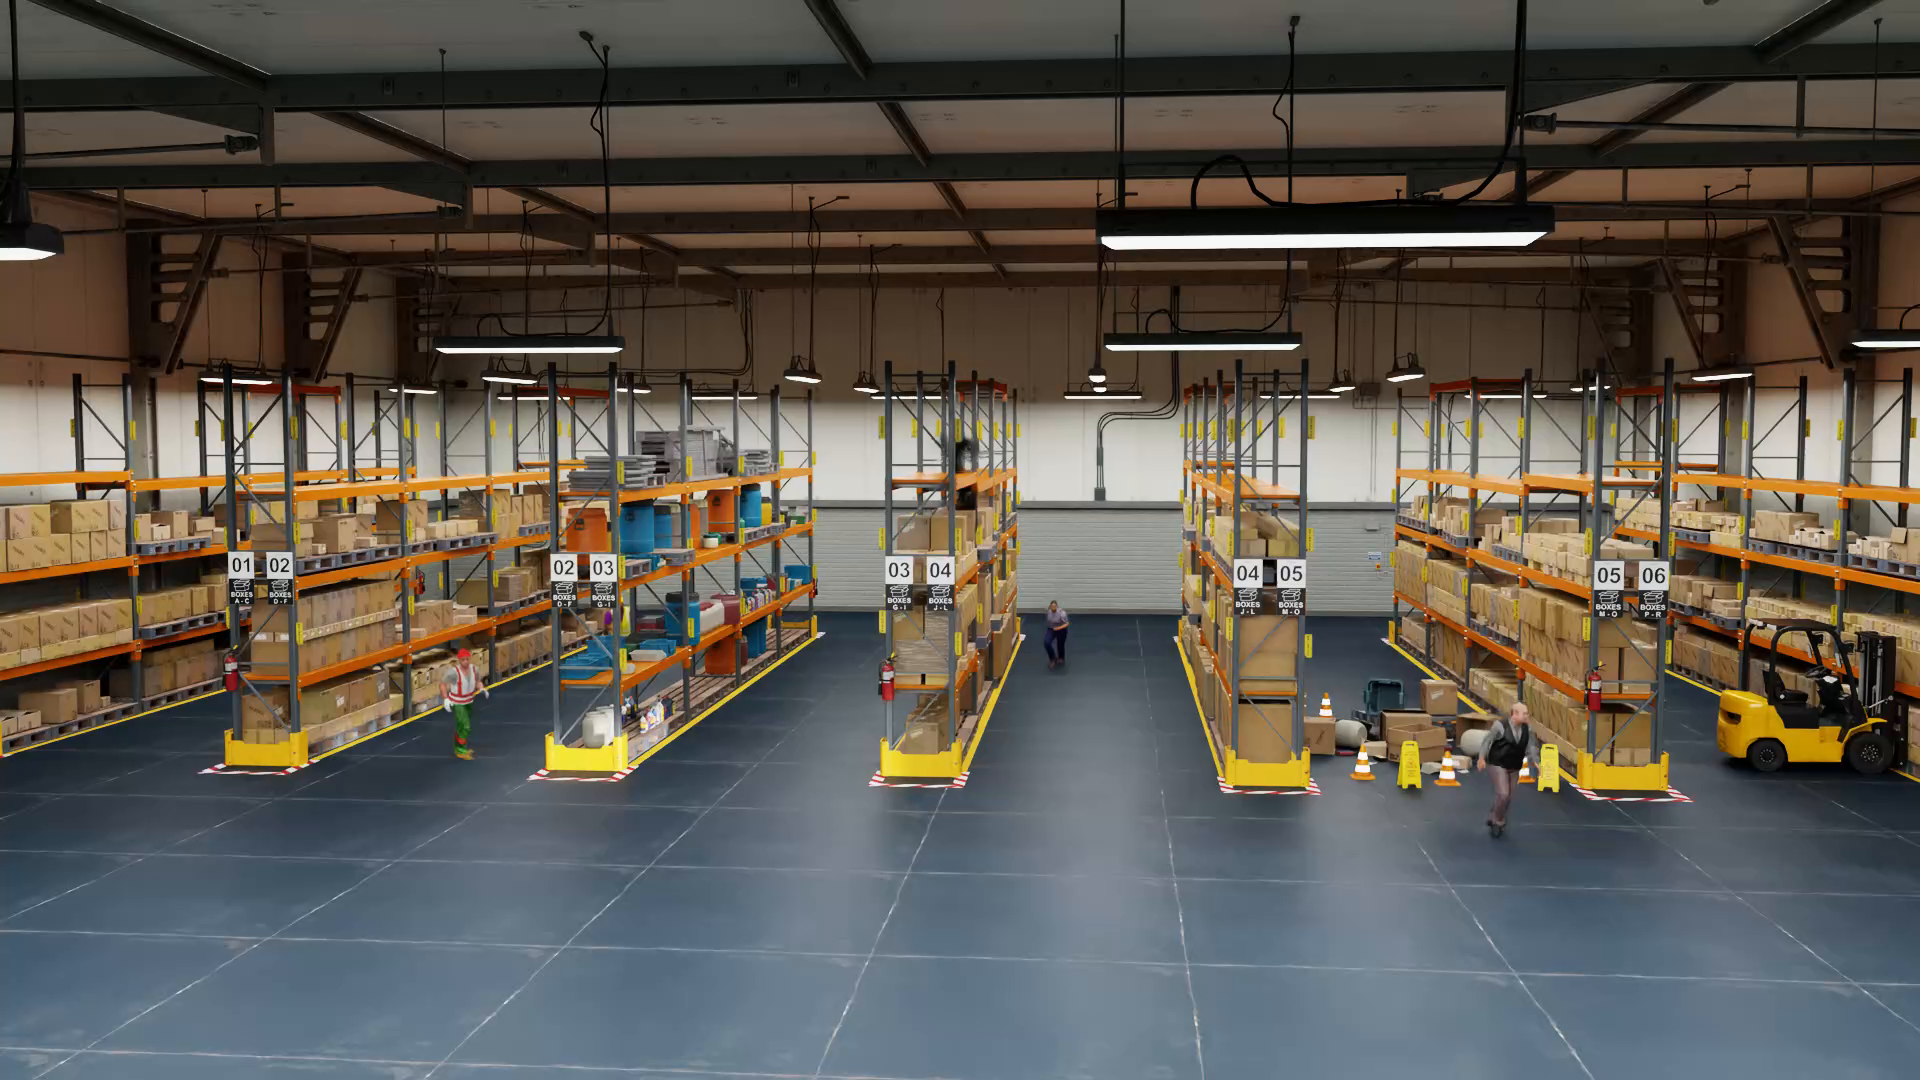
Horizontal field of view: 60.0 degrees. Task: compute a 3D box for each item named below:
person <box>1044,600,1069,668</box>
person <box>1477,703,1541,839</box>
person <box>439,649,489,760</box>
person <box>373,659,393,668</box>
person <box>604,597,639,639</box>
[{"bbox_3d":[2.075,1.943,35.046,0.604,1.449,1.060,1,4,22],"label":"person"},{"bbox_3d":[6.786,2.820,20.618,0.643,1.668,0.760,-1,4,-15],"label":"person"},{"bbox_3d":[-7.546,2.497,25.371,0.826,1.726,0.658,2,4,26],"label":"person"},{"bbox_3d":[-11.469,1.956,32.972,0.694,1.789,0.721,0,4,-2],"label":"person"},{"bbox_3d":[-6.863,1.954,33.829,0.724,1.654,0.827,0,4,-6],"label":"person"}]
